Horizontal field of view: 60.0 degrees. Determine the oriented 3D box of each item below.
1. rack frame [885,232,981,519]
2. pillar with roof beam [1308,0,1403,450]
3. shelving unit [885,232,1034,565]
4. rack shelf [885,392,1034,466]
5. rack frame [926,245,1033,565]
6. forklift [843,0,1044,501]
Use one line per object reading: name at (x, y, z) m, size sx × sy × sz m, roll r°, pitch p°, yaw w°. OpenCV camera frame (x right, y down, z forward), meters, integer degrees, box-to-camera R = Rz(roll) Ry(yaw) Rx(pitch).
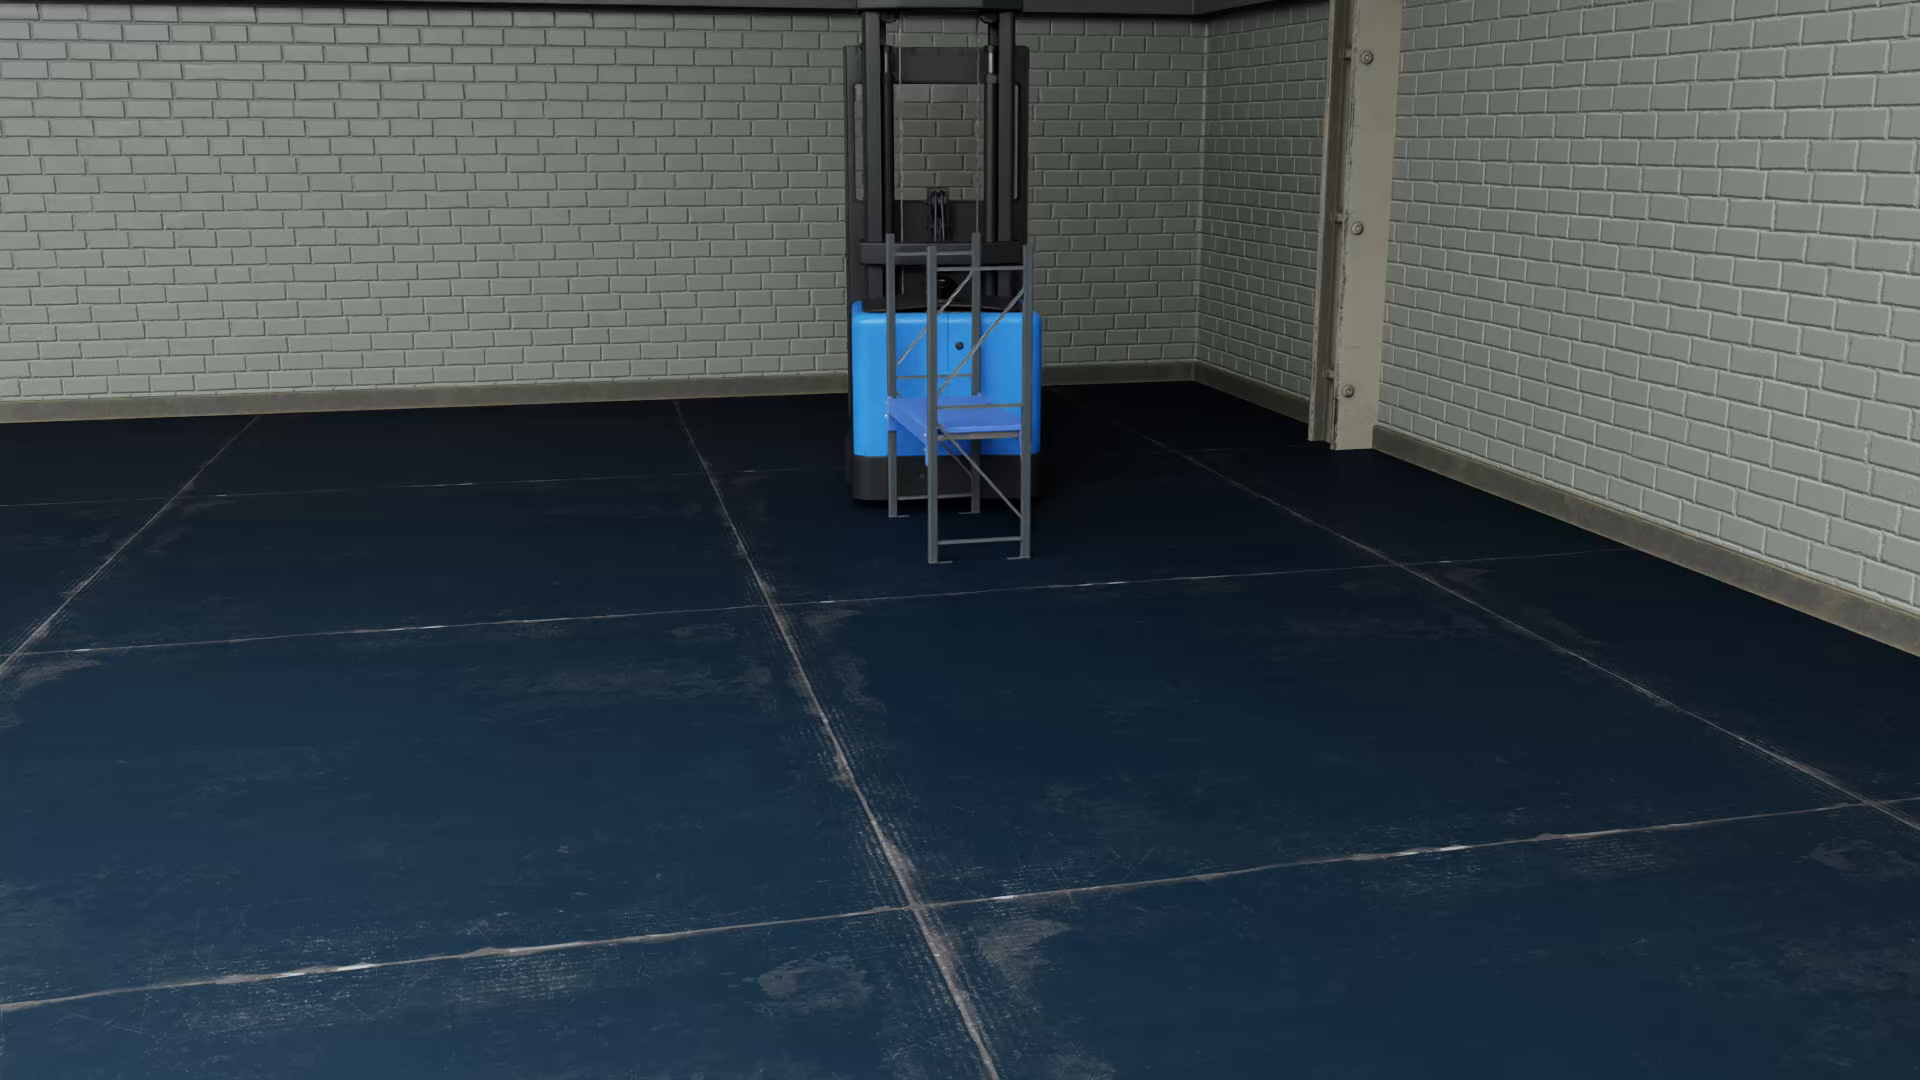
rack frame at (-0.137, -0.860, 8.787) m, size 0.500 × 1.500 × 0.032 m, roll -3°, pitch 14°, yaw -13°
pillar with roof beam at (-1.649, -4.771, 8.996) m, size 9.100 × 9.000 × 0.400 m, roll -3°, pitch 14°, yaw -13°
shelving unit at (-0.022, -0.742, 8.306) m, size 0.538 × 1.500 × 1.048 m, roll -3°, pitch 14°, yaw -13°
rack shelf at (-0.022, -0.568, 8.349) m, size 0.538 × 0.185 × 1.000 m, roll -3°, pitch 14°, yaw -13°
rack frame at (0.093, -0.625, 7.825) m, size 0.500 × 1.500 × 0.032 m, roll -3°, pitch 14°, yaw -13°
forklift at (-0.157, -1.932, 10.160) m, size 1.130 × 2.935 × 3.031 m, roll -1°, pitch 14°, yaw -4°
